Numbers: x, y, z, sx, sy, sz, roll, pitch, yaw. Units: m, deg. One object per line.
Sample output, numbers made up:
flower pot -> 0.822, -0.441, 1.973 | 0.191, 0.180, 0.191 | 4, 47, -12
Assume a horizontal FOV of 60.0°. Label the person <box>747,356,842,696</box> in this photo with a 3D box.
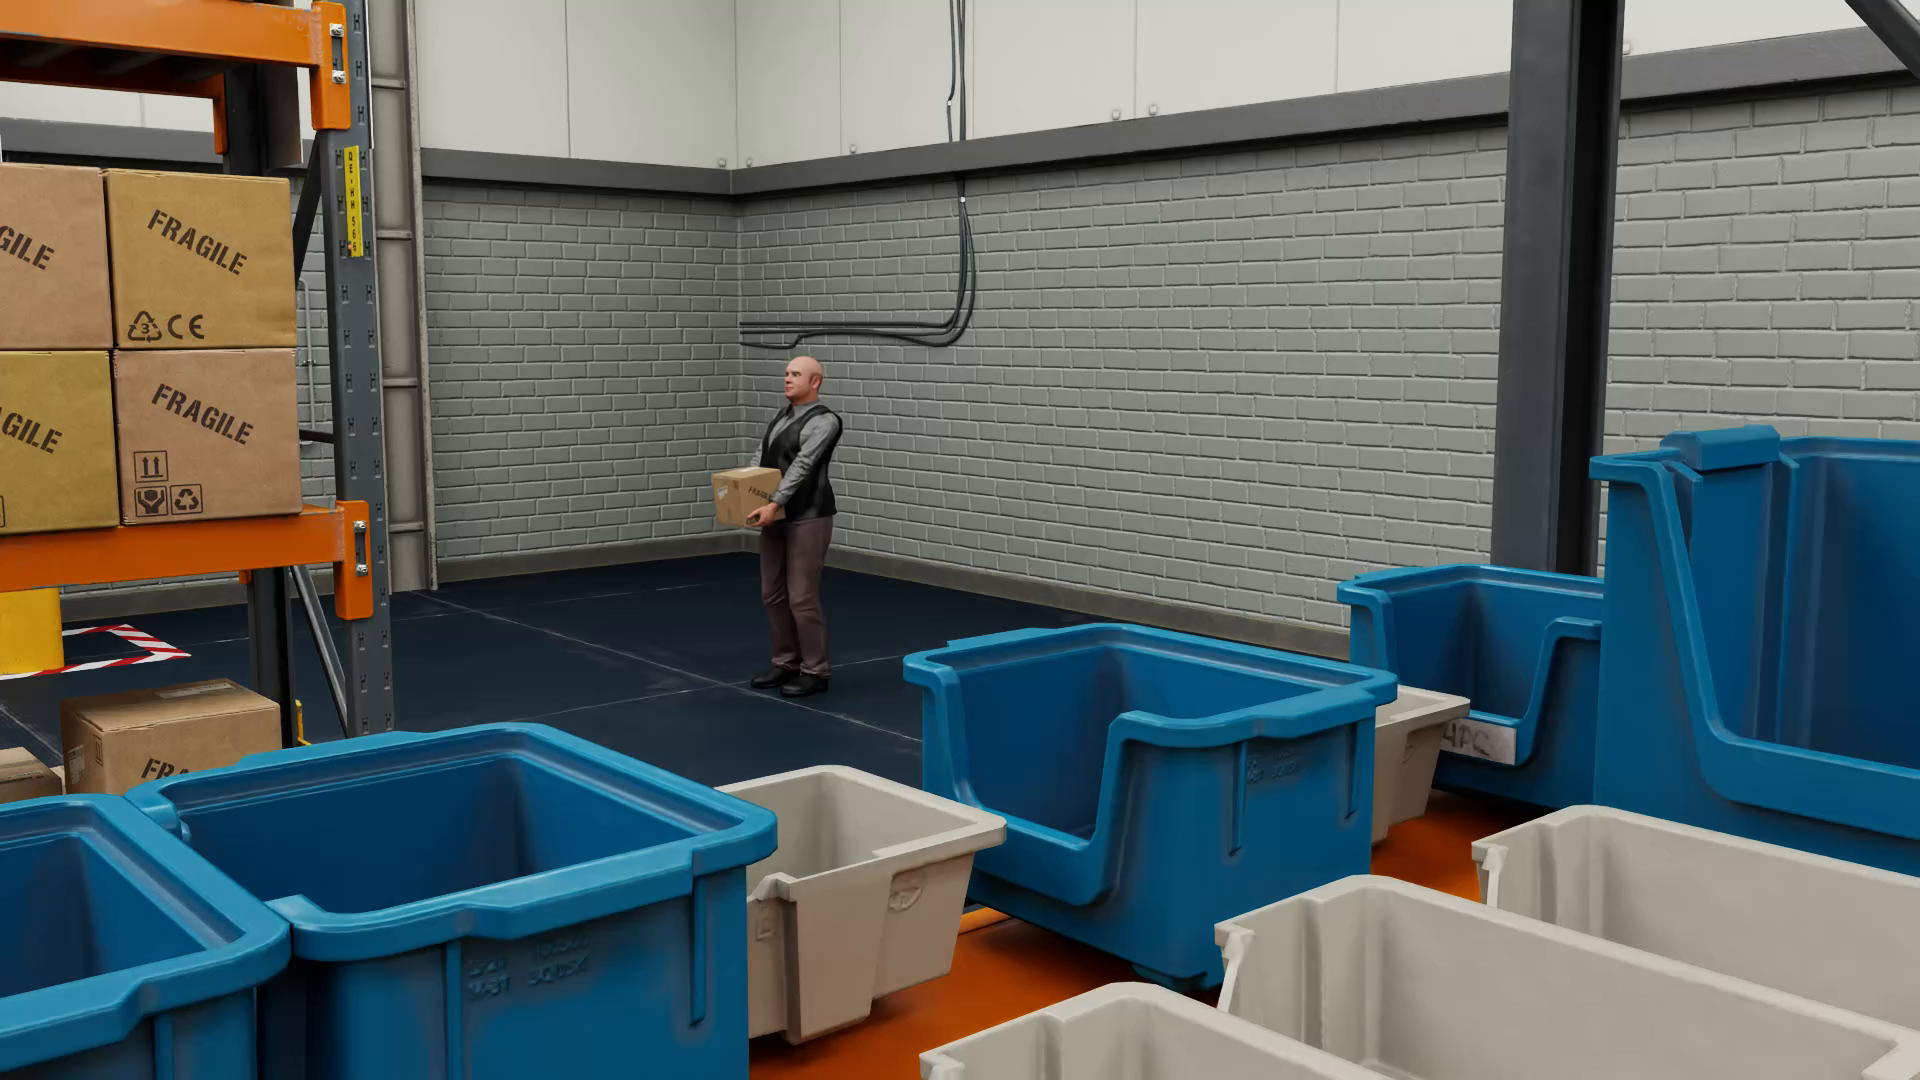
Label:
person -> -0.907, -0.071, 8.462 | 0.556, 1.713, 0.494 | -6, 10, -40
